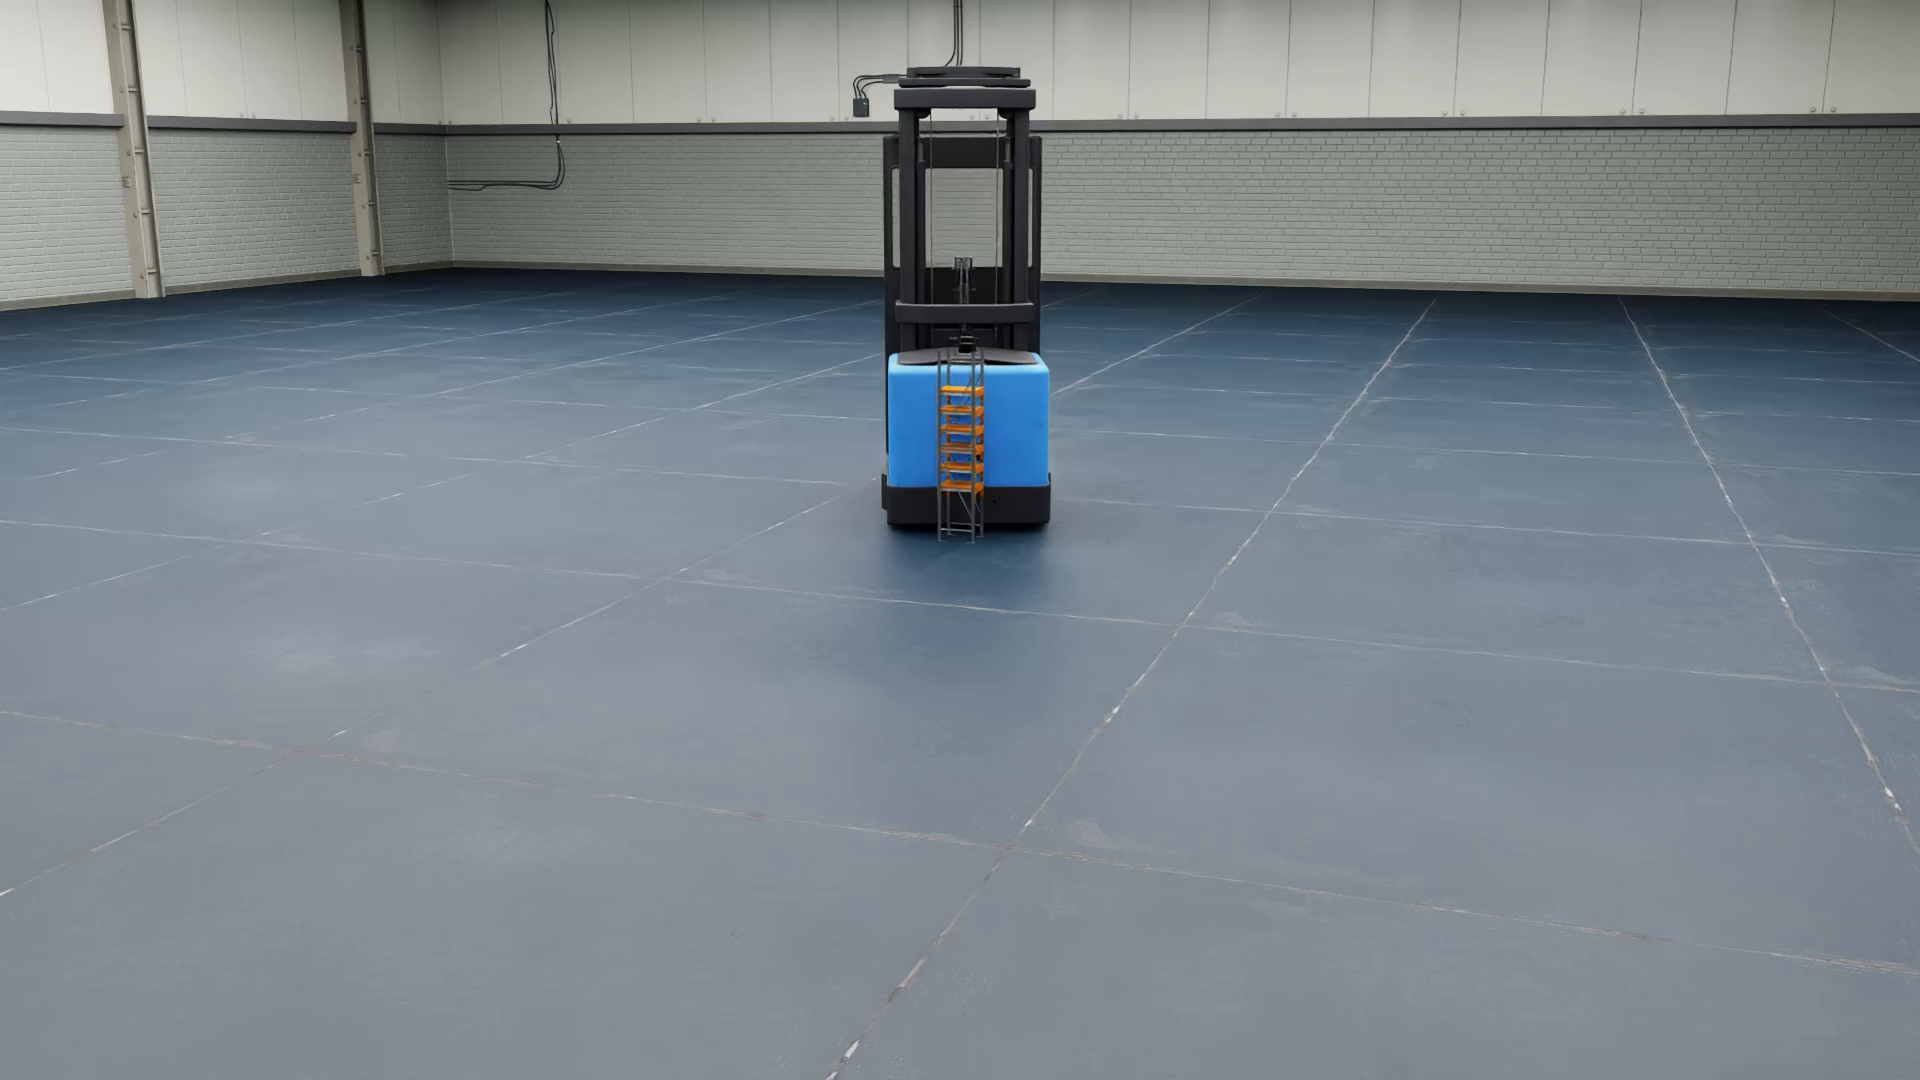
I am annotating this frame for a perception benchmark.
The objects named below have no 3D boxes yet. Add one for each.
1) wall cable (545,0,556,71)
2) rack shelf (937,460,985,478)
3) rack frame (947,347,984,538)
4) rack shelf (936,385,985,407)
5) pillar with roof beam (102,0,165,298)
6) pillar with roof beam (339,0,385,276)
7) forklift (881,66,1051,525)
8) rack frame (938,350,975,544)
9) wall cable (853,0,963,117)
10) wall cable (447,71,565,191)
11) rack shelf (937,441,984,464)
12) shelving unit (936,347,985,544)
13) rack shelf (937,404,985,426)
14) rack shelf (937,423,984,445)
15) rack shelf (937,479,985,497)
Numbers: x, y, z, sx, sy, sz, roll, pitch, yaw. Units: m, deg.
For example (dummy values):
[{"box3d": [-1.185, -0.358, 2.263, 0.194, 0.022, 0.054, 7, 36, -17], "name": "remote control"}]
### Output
[{"box3d": [-7.471, -11.179, 34.871, 3.097, 2.526, 0.112, 4, 14, 18], "name": "wall cable"}, {"box3d": [0.005, -0.427, 10.402, 0.258, 0.103, 0.180, 4, 13, 17], "name": "rack shelf"}, {"box3d": [0.032, -0.607, 10.450, 0.240, 1.200, 0.006, 4, 13, 17], "name": "rack frame"}, {"box3d": [0.005, -0.895, 10.295, 0.258, 0.103, 0.180, 4, 13, 17], "name": "rack shelf"}, {"box3d": [-10.103, -8.327, 26.747, 9.100, 9.000, 0.400, 4, 14, 18], "name": "pillar with roof beam"}, {"box3d": [-8.162, -9.590, 32.282, 9.100, 9.000, 0.400, 4, 14, 18], "name": "pillar with roof beam"}, {"box3d": [0.006, -1.799, 11.784, 1.130, 2.935, 3.031, 0, 13, -2], "name": "forklift"}, {"box3d": [-0.023, -0.568, 10.280, 0.240, 1.200, 0.006, 4, 13, 17], "name": "rack frame"}, {"box3d": [-1.053, -11.396, 32.553, 2.305, 6.003, 0.169, 4, 14, 18], "name": "wall cable"}, {"box3d": [-10.031, -8.911, 36.286, 3.097, 2.526, 0.112, 4, 14, 18], "name": "wall cable"}, {"box3d": [0.005, -0.544, 10.375, 0.258, 0.103, 0.180, 4, 13, 17], "name": "rack shelf"}, {"box3d": [0.005, -0.588, 10.365, 0.258, 1.200, 0.189, 4, 13, 17], "name": "shelving unit"}, {"box3d": [0.005, -0.778, 10.321, 0.258, 0.103, 0.180, 4, 13, 17], "name": "rack shelf"}, {"box3d": [0.005, -0.661, 10.348, 0.258, 0.103, 0.180, 4, 13, 17], "name": "rack shelf"}, {"box3d": [0.005, -0.310, 10.428, 0.258, 0.103, 0.180, 4, 13, 17], "name": "rack shelf"}]
